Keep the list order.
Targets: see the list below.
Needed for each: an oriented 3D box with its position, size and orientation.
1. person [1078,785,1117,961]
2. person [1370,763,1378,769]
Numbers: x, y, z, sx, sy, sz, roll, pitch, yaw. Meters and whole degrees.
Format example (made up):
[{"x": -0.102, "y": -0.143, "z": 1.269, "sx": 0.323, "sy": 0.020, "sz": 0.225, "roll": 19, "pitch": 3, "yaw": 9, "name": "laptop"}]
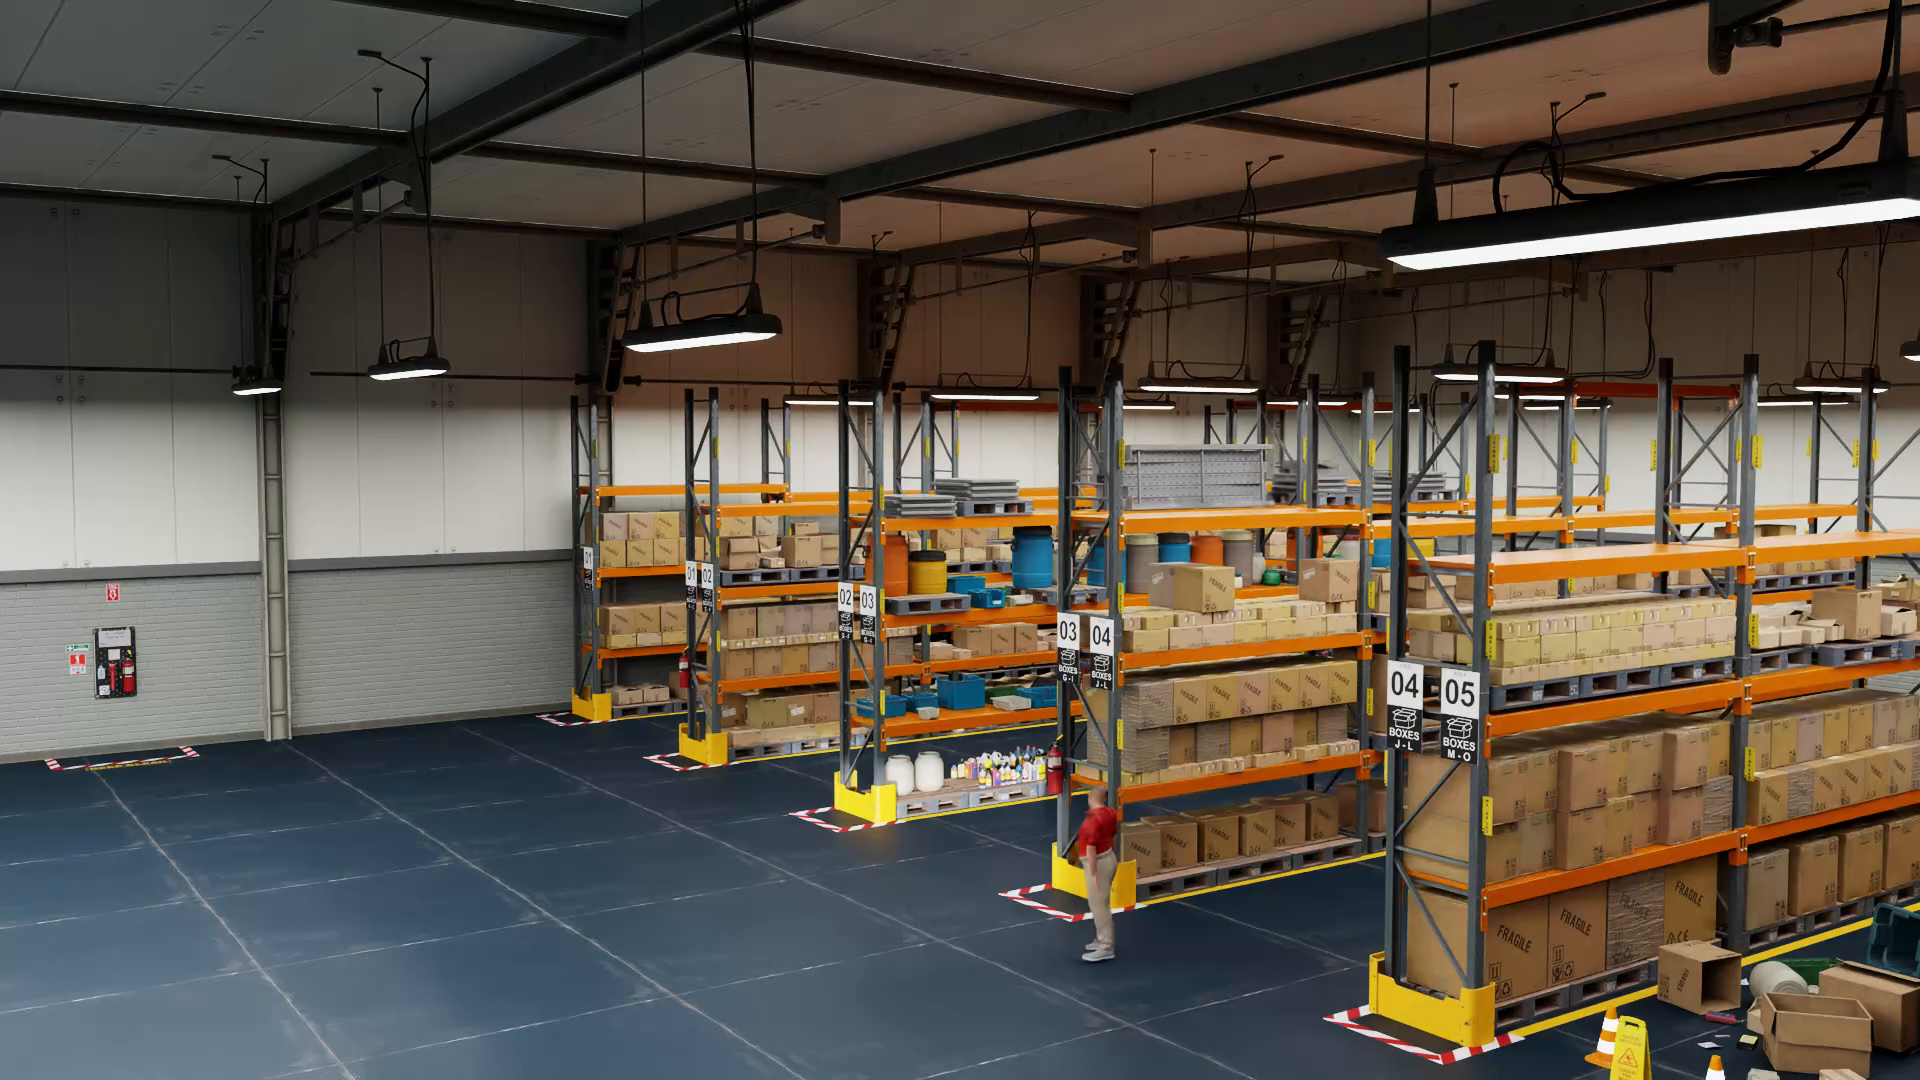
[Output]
[{"x": 1.393, "y": 3.310, "z": 16.632, "sx": 0.398, "sy": 1.768, "sz": 0.701, "roll": 1, "pitch": 4, "yaw": 20, "name": "person"}, {"x": 6.434, "y": 2.712, "z": 26.190, "sx": 0.393, "sy": 1.804, "sz": 0.521, "roll": 1, "pitch": 4, "yaw": 16, "name": "person"}]
